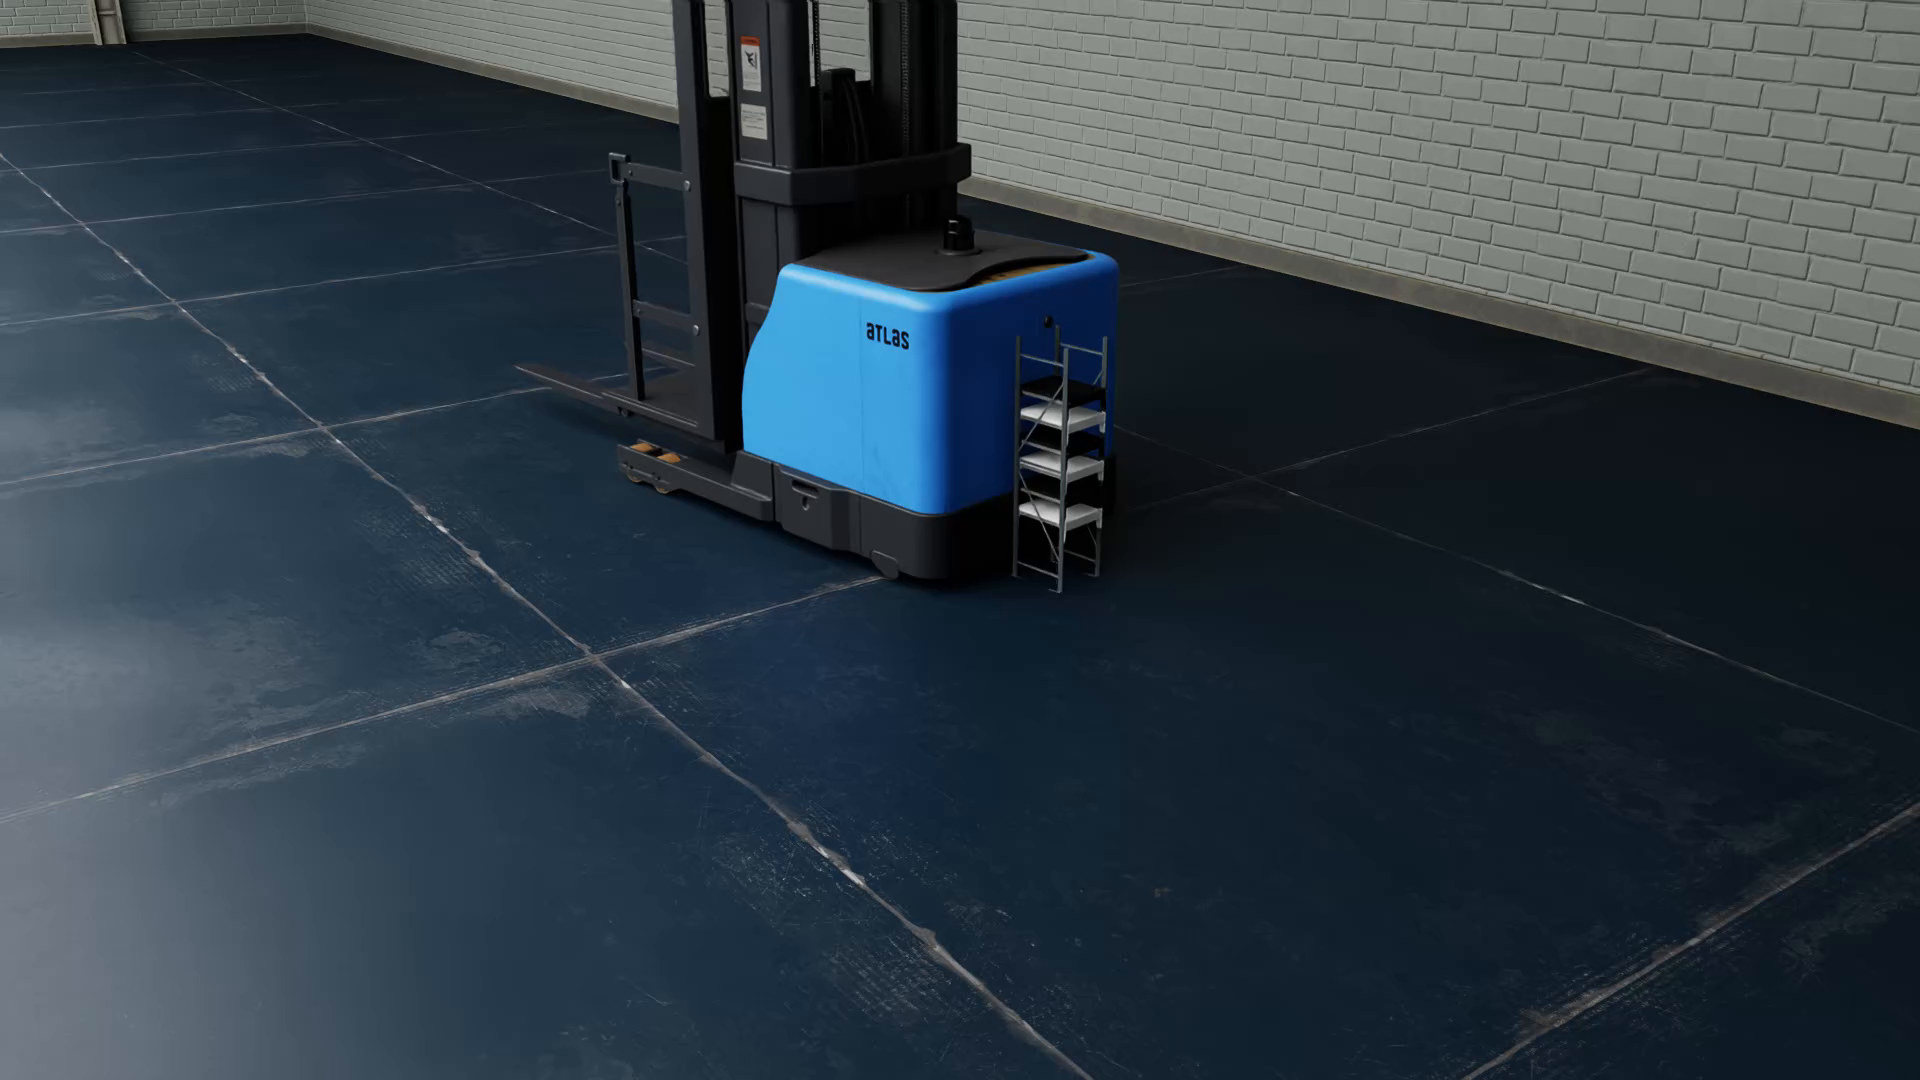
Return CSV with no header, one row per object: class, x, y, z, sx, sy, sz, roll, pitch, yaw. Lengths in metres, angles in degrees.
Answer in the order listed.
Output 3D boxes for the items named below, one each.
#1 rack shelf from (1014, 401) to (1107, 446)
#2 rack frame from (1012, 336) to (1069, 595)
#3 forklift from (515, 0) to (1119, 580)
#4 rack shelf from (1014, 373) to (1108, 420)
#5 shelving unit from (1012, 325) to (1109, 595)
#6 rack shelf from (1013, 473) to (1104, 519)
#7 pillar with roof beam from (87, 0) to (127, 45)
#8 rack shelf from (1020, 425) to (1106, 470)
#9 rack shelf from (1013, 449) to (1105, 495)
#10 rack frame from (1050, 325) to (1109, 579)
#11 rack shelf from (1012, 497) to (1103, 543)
rack shelf,0.351,-0.418,5.833,0.258,0.077,0.200,20,29,41
rack frame,0.279,-0.255,5.821,0.240,0.900,0.006,20,29,41
forklift,-0.797,-1.671,6.630,3.031,2.935,1.130,20,29,41
rack shelf,0.351,-0.502,5.800,0.258,0.077,0.200,20,29,41
shelving unit,0.351,-0.282,5.888,0.258,0.900,0.210,20,29,41
rack shelf,0.351,-0.167,5.934,0.258,0.077,0.200,20,29,41
pillar with roof beam,-10.455,-10.467,20.485,0.400,9.000,9.100,-15,26,-33
rack shelf,0.351,-0.335,5.867,0.258,0.077,0.200,20,29,41
rack shelf,0.351,-0.251,5.900,0.258,0.077,0.200,20,29,41
rack frame,0.422,-0.309,5.955,0.240,0.900,0.006,20,29,41
rack shelf,0.350,-0.084,5.967,0.258,0.077,0.200,20,29,41
